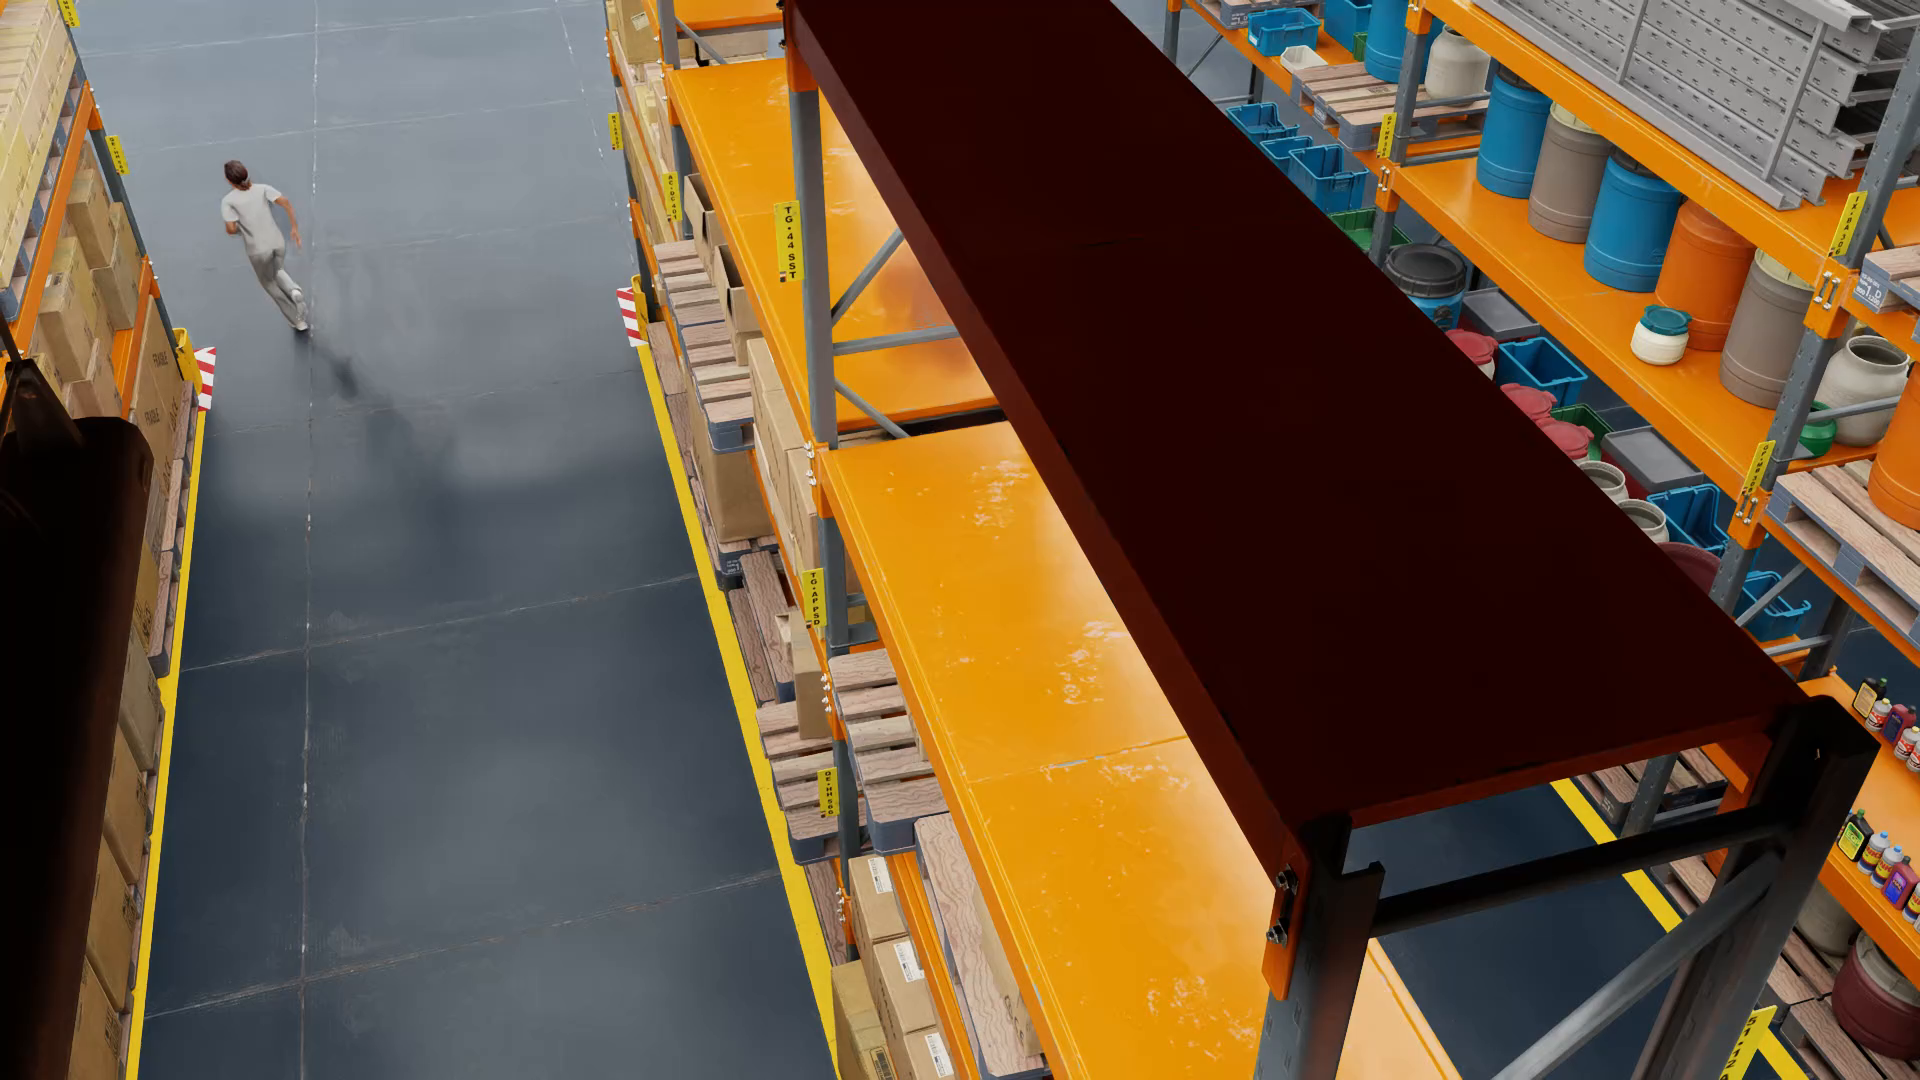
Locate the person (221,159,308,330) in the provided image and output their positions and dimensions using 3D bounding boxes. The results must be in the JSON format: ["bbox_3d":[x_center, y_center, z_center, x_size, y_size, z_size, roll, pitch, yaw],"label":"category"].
[{"bbox_3d":[-6.190,-2.605,14.854,0.691,1.597,0.546,27,46,30],"label":"person"}]
